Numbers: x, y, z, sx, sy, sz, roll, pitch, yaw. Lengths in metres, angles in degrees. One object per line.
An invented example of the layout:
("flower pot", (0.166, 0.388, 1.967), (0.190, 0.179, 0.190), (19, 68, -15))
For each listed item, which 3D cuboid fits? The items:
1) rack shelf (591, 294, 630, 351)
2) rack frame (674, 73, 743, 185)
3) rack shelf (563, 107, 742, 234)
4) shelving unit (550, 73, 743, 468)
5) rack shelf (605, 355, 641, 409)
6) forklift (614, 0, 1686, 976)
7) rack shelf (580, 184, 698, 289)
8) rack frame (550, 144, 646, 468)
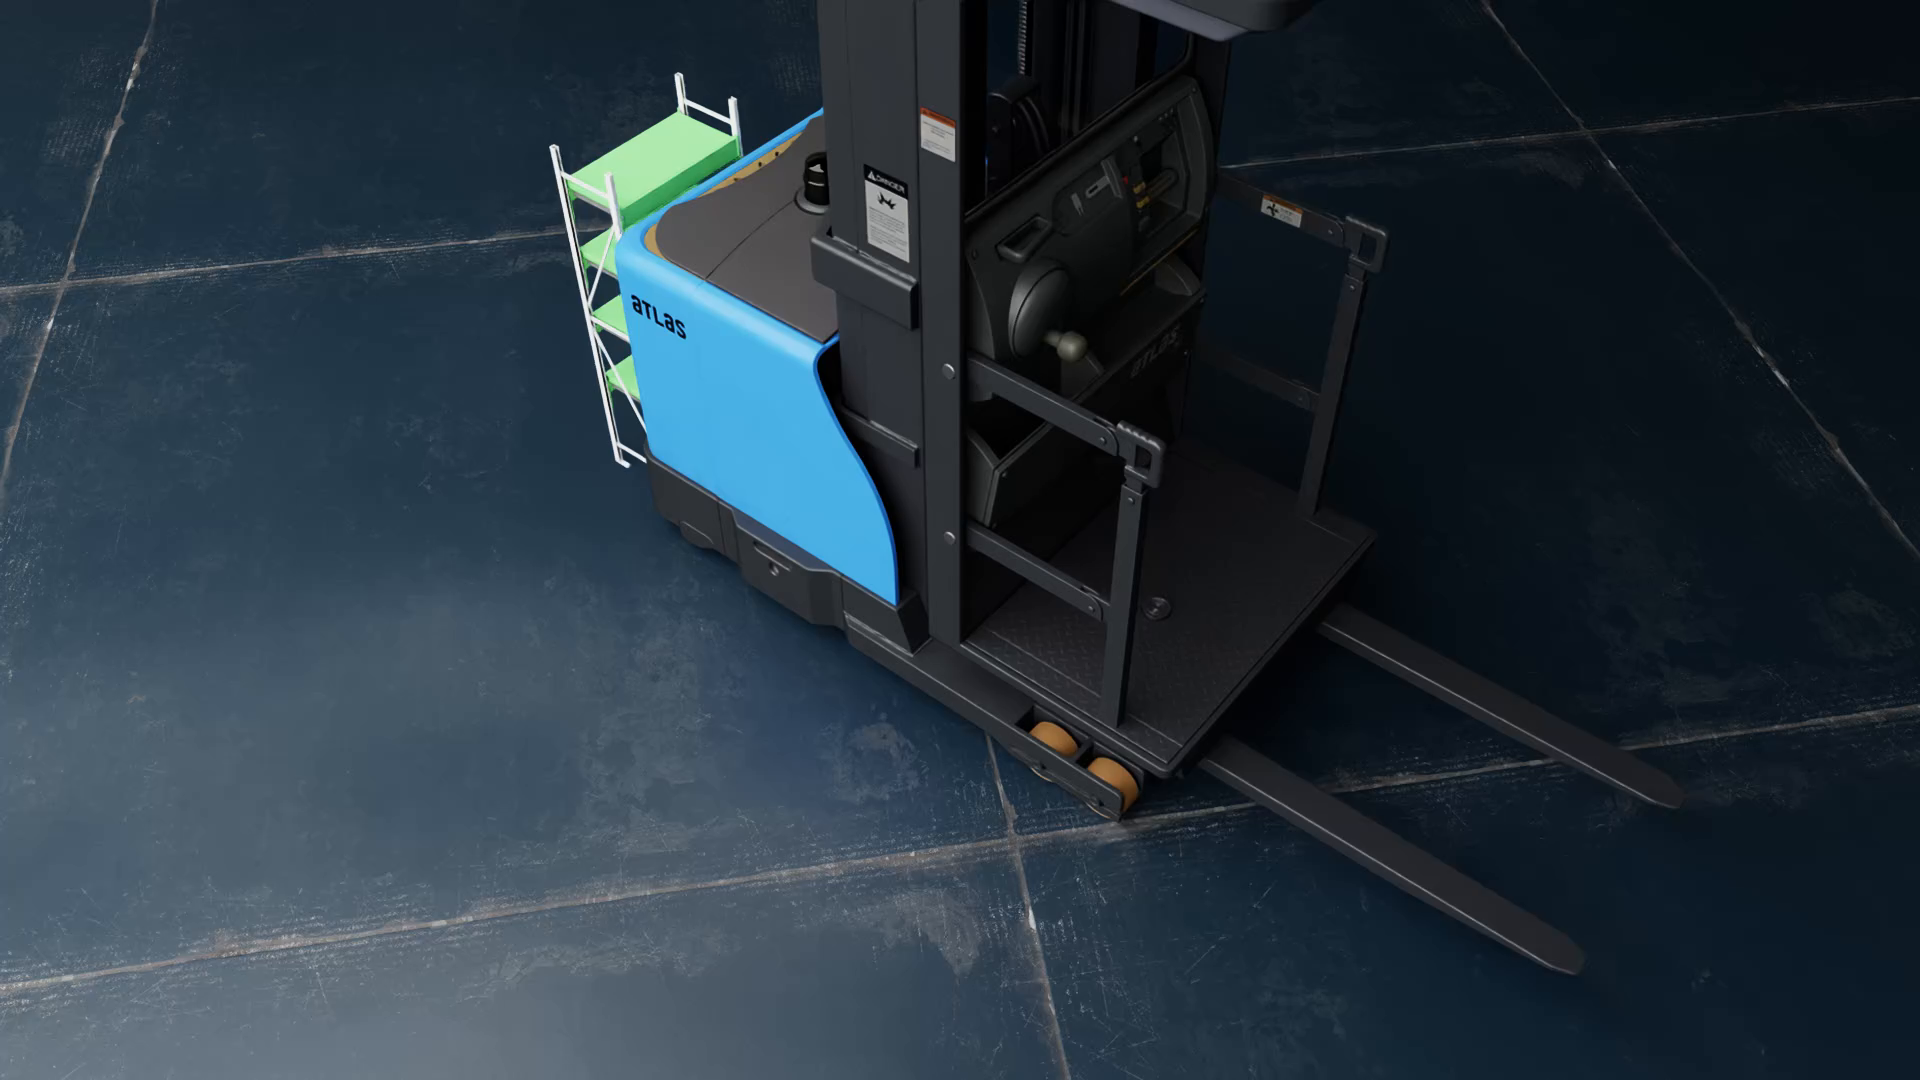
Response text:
("rack shelf", (-0.892, -0.724, 5.202), (0.258, 0.148, 0.480), (29, 53, 26))
("rack frame", (-0.741, -0.907, 5.289), (0.240, 1.200, 0.015), (29, 53, 26))
("rack shelf", (-0.895, -1.059, 4.858), (0.258, 0.148, 0.480), (29, 53, 26))
("shelving unit", (-0.892, -0.769, 5.156), (0.258, 1.200, 0.503), (29, 53, 26))
("rack shelf", (-0.890, -0.557, 5.374), (0.258, 0.148, 0.480), (29, 53, 26))
("forklift", (0.494, -0.699, 3.888), (3.031, 2.935, 1.130), (30, 53, 26))
("rack shelf", (-0.893, -0.891, 5.030), (0.258, 0.148, 0.480), (29, 53, 26))
("rack frame", (-1.043, -0.631, 5.023), (0.240, 1.200, 0.015), (29, 53, 26))
